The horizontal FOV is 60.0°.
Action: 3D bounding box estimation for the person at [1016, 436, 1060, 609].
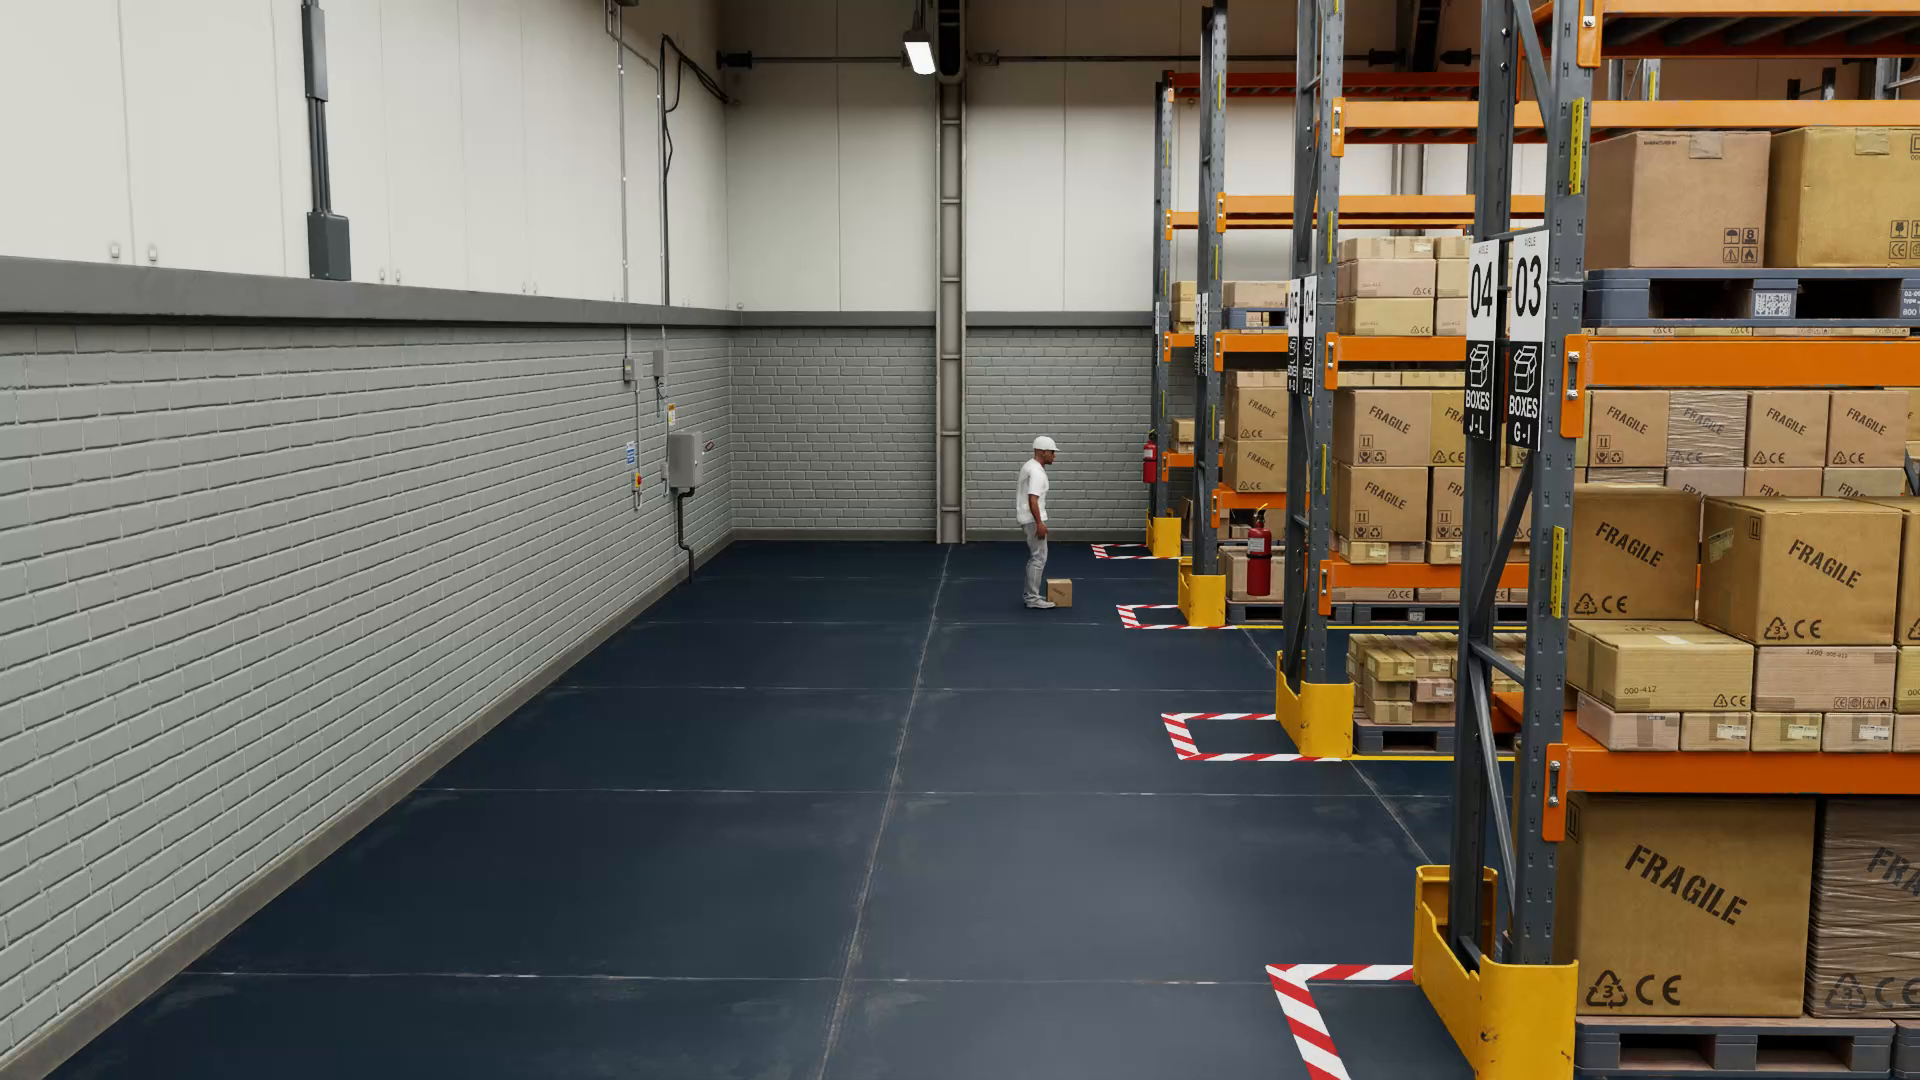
[{"bbox_3d":[0.805,-0.194,17.231,0.456,1.761,0.628,0,7,2],"label":"person"}]
